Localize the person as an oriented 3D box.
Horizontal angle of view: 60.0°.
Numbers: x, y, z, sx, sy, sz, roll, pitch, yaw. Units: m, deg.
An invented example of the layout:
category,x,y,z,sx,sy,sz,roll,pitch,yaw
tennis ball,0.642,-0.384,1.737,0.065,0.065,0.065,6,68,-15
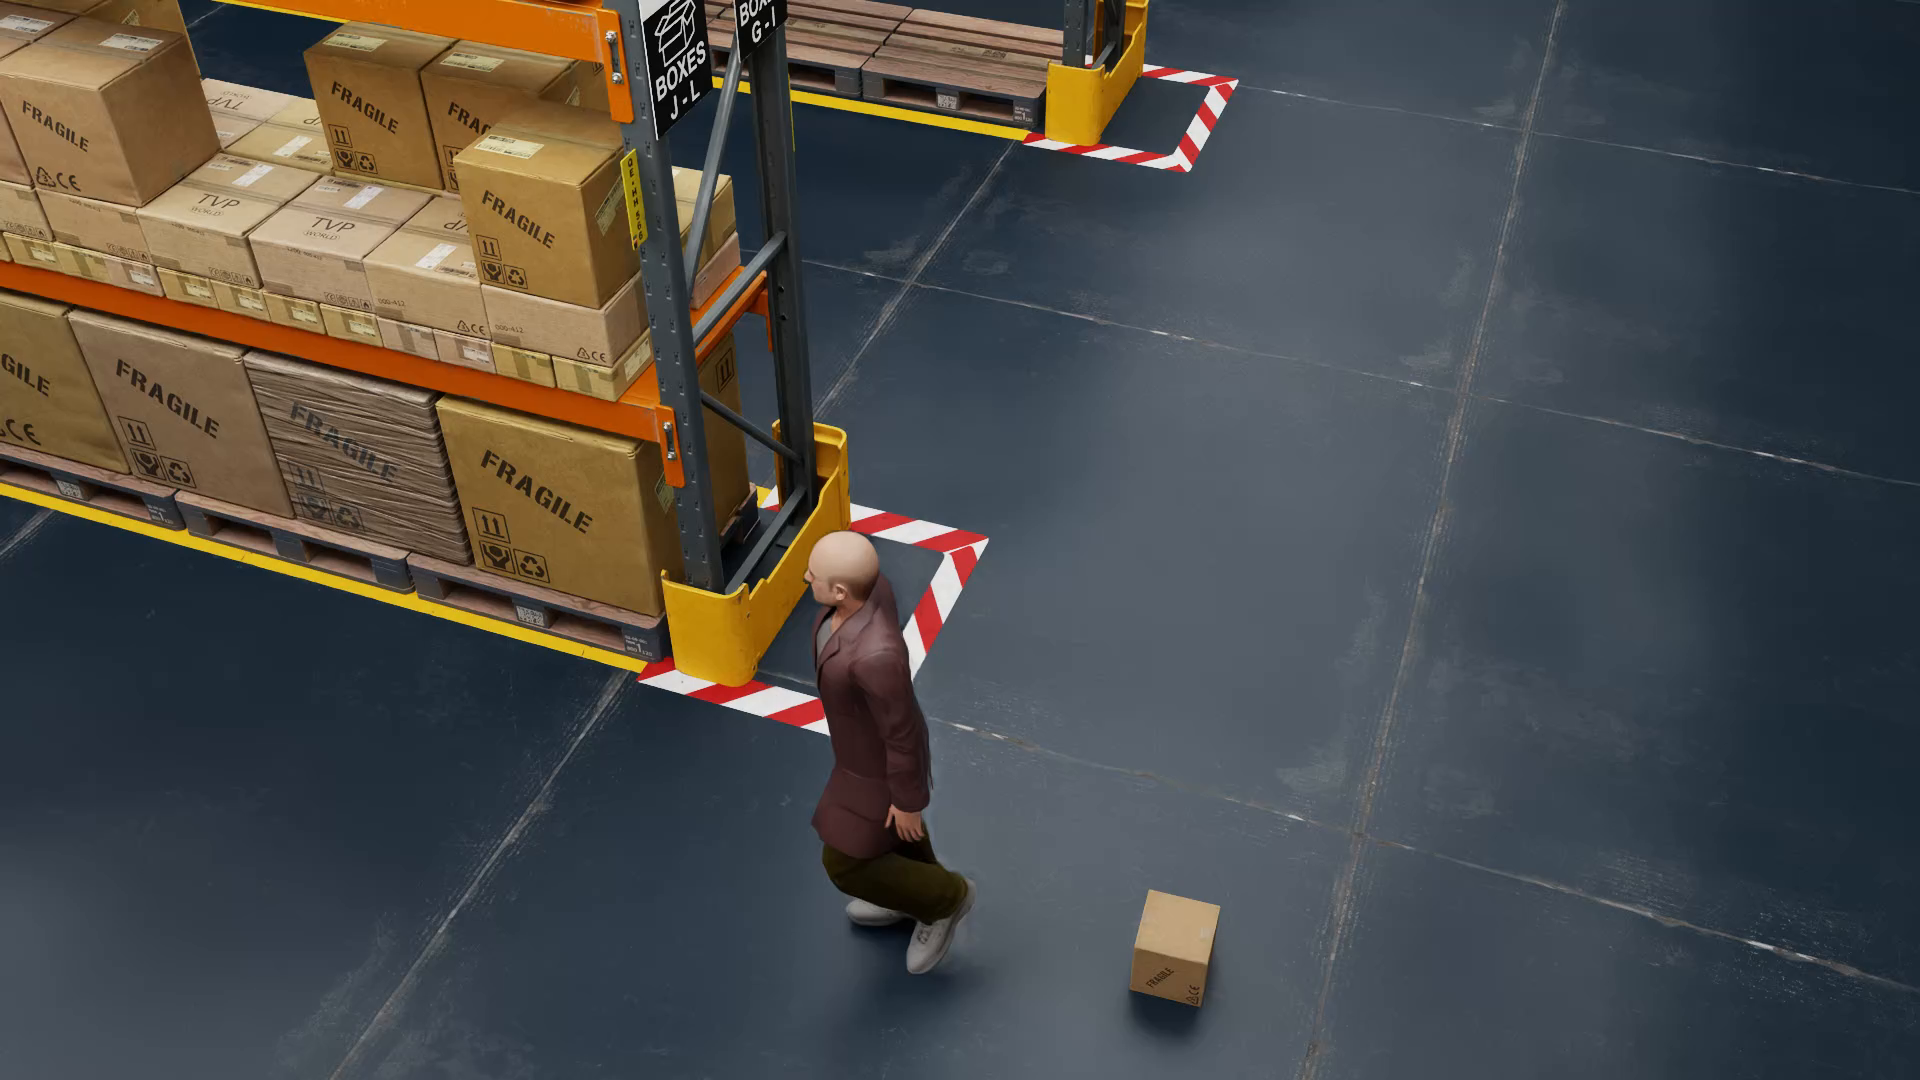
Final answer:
category,x,y,z,sx,sy,sz,roll,pitch,yaw
person,-0.225,0.681,5.364,0.552,1.769,0.619,-5,41,-5
